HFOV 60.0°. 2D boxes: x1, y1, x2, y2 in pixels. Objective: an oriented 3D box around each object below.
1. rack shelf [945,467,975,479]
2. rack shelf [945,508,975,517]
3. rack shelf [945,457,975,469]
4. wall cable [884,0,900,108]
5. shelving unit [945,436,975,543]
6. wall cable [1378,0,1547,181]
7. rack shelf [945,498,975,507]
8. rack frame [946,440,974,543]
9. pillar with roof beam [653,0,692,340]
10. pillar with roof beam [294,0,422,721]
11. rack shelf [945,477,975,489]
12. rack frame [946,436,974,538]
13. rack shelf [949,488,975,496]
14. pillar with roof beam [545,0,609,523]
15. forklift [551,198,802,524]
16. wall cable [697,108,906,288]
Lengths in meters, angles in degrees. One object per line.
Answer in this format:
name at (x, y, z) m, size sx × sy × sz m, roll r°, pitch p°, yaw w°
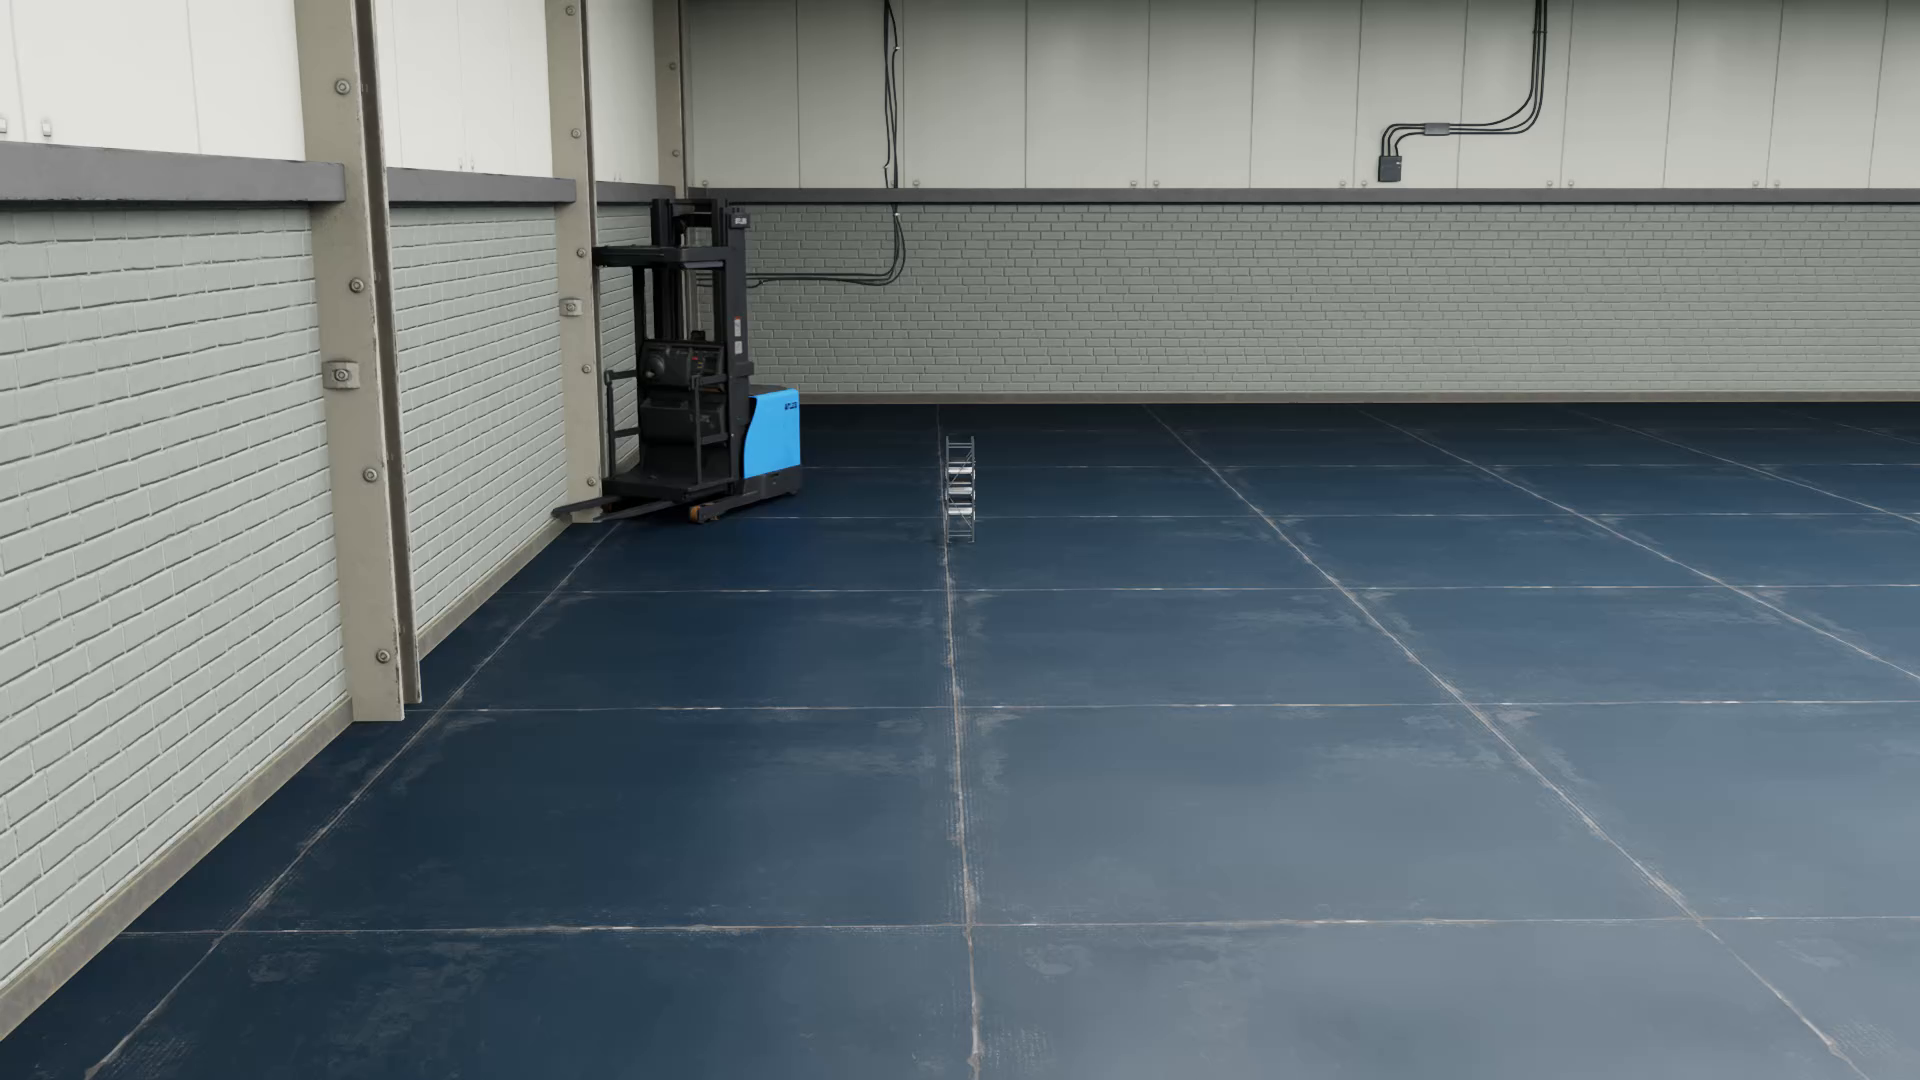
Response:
rack shelf at (0.000, -0.583, 14.433) m, size 0.258 × 0.077 × 0.200 m, roll 0°, pitch 11°, yaw -1°
rack shelf at (0.000, -0.230, 14.504) m, size 0.258 × 0.077 × 0.200 m, roll 0°, pitch 11°, yaw -1°
rack shelf at (0.000, -0.671, 14.415) m, size 0.258 × 0.077 × 0.200 m, roll 0°, pitch 11°, yaw -1°
wall cable at (0.377, -7.359, 23.307) m, size 3.097 × 2.526 × 0.112 m, roll 0°, pitch 11°, yaw -1°
shelving unit at (0.000, -0.439, 14.462) m, size 0.258 × 0.900 × 0.210 m, roll 0°, pitch 11°, yaw -1°
wall cable at (7.164, -8.097, 23.284) m, size 2.305 × 6.003 × 0.169 m, roll 0°, pitch 11°, yaw -1°
rack shelf at (0.000, -0.319, 14.486) m, size 0.258 × 0.077 × 0.200 m, roll 0°, pitch 11°, yaw -1°
rack frame at (0.002, -0.419, 14.362) m, size 0.240 × 0.900 × 0.006 m, roll 0°, pitch 11°, yaw -1°
pillar with roof beam at (0.715, -5.821, 20.619) m, size 9.100 × 9.000 × 0.400 m, roll 0°, pitch 11°, yaw -1°
pillar with roof beam at (0.963, -3.436, 8.862) m, size 9.100 × 9.000 × 0.400 m, roll 0°, pitch 11°, yaw -1°
rack shelf at (0.000, -0.495, 14.450) m, size 0.258 × 0.077 × 0.200 m, roll 0°, pitch 11°, yaw -1°
rack frame at (-0.002, -0.460, 14.561) m, size 0.240 × 0.900 × 0.006 m, roll 0°, pitch 11°, yaw -1°
rack shelf at (0.000, -0.407, 14.468) m, size 0.258 × 0.077 × 0.200 m, roll 0°, pitch 11°, yaw -1°
pillar with roof beam at (0.839, -4.628, 14.740) m, size 9.100 × 9.000 × 0.400 m, roll 0°, pitch 11°, yaw -1°
forklift at (-2.717, -1.684, 15.490) m, size 1.130 × 2.935 × 3.031 m, roll 6°, pitch 13°, yaw 27°
wall cable at (-2.328, -4.873, 23.754) m, size 3.097 × 2.526 × 0.112 m, roll 0°, pitch 11°, yaw -1°
